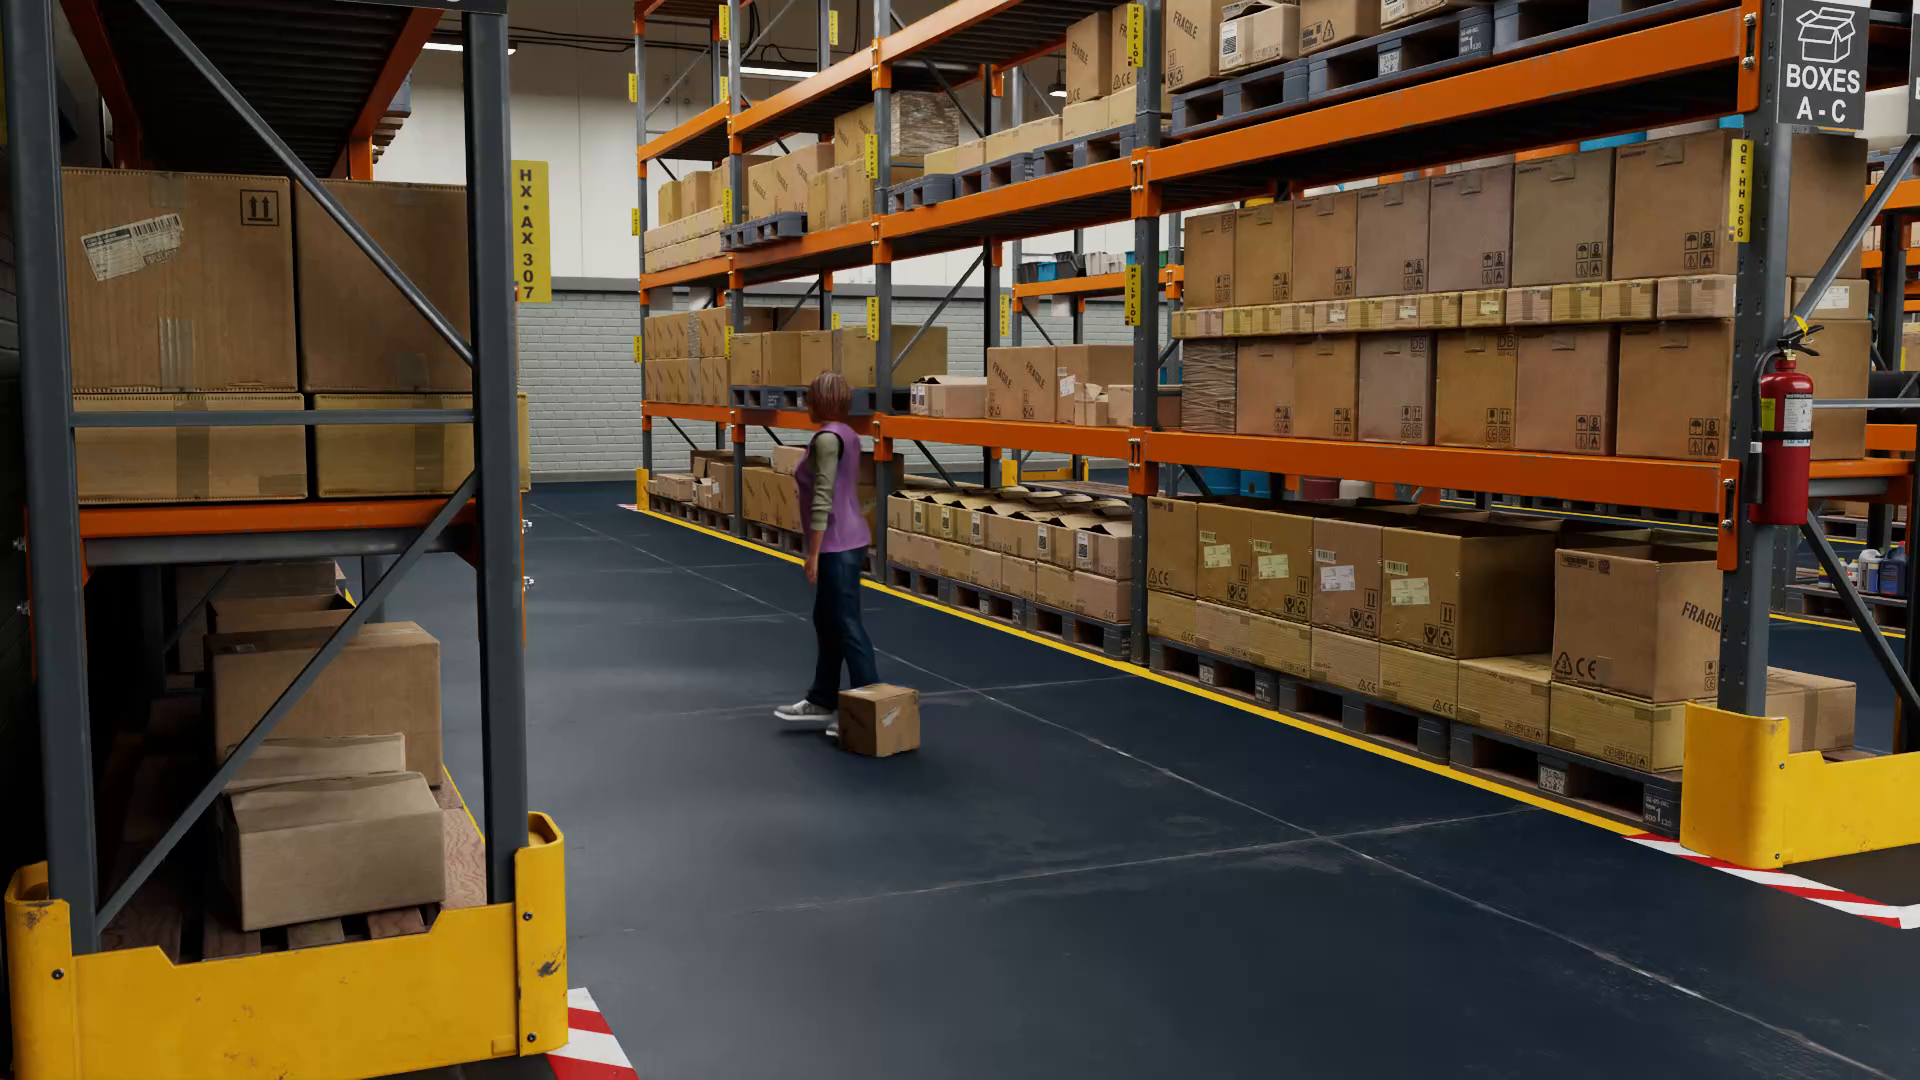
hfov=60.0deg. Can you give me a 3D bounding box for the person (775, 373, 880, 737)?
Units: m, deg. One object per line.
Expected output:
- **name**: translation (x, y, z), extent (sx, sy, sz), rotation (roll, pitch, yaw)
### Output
- **person**: translation (-0.592, 0.055, 7.413), extent (0.516, 1.595, 0.500), rotation (0, 6, 4)
